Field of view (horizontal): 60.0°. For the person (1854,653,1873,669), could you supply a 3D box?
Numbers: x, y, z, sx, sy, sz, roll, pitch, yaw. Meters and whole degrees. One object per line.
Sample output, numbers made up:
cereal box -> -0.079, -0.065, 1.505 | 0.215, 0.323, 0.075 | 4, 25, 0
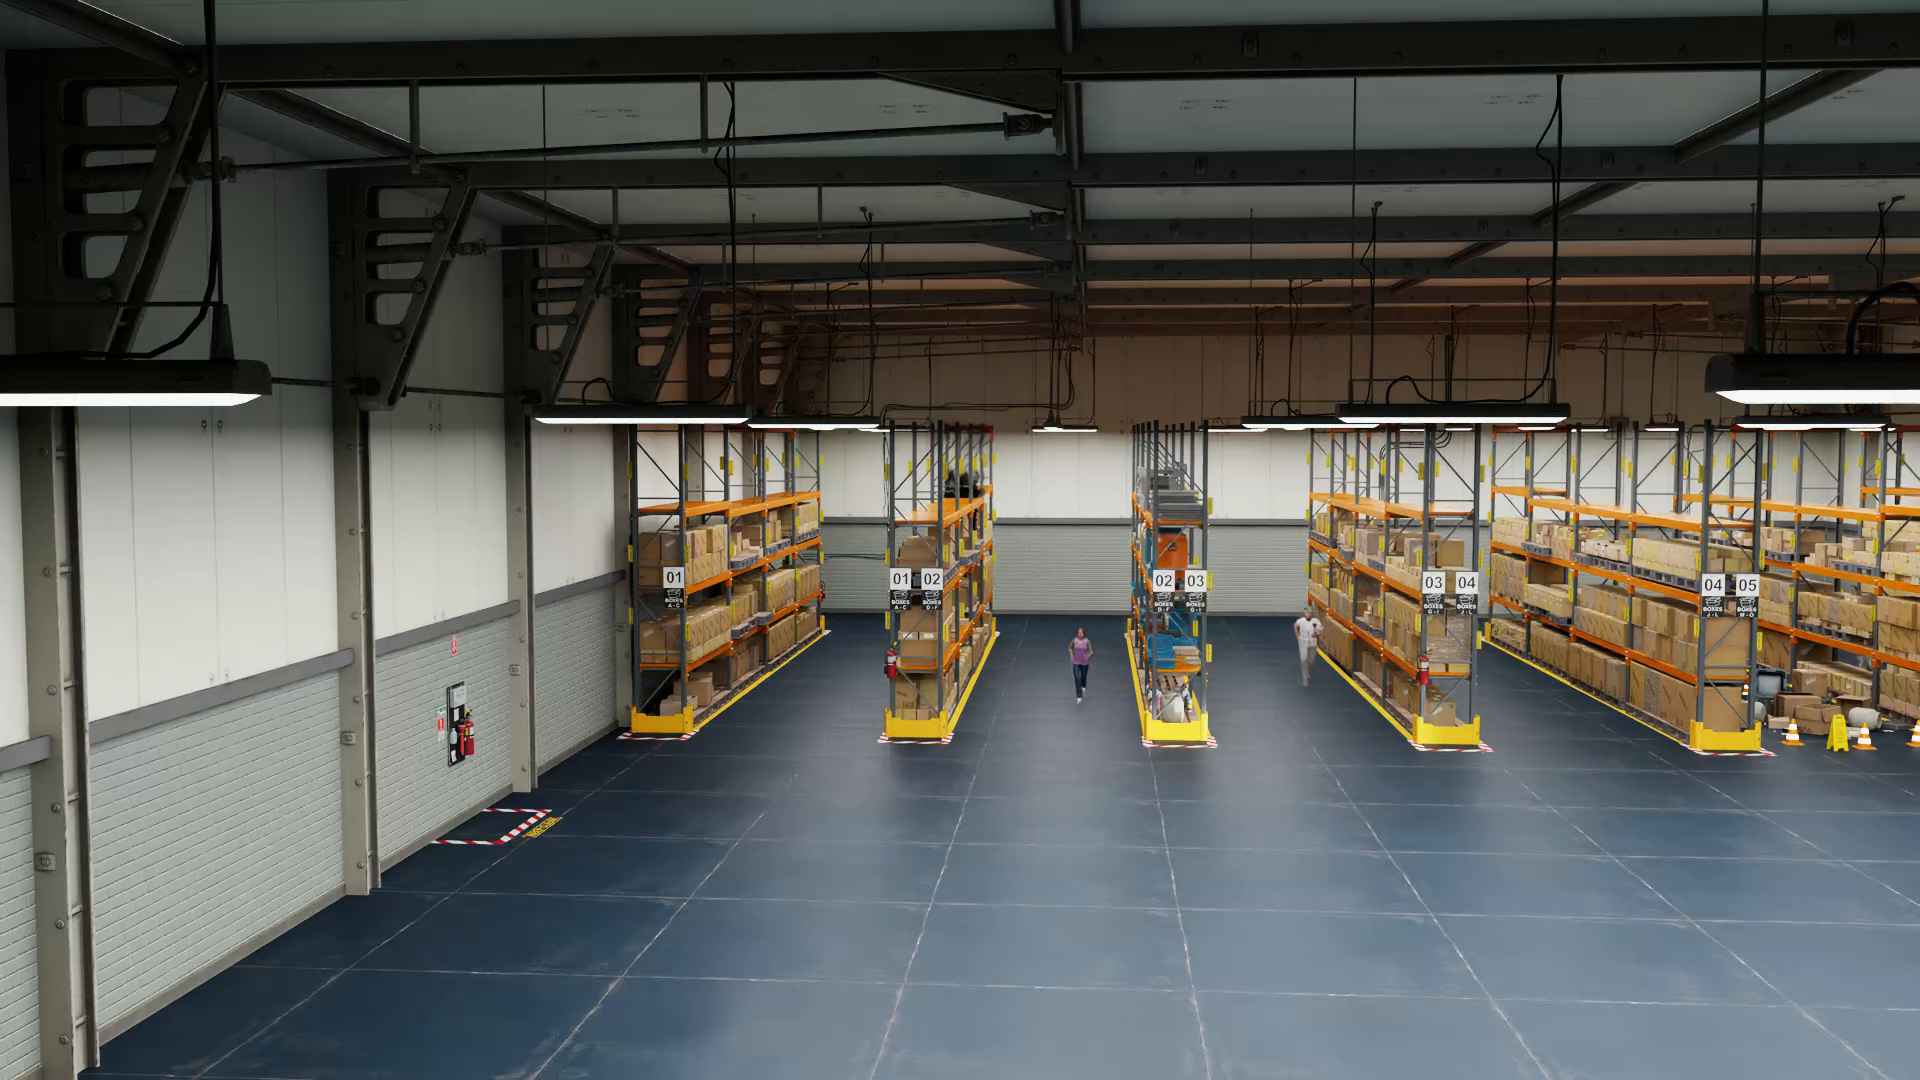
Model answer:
person -> 22.043, 2.339, 40.612 | 0.626, 1.662, 0.620 | 0, 4, 0

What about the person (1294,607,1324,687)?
person -> 8.034, 2.431, 38.252 | 0.625, 1.828, 1.064 | 0, 4, 1

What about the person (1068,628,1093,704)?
person -> 2.586, 2.676, 35.690 | 0.541, 1.598, 0.839 | 0, 4, 6

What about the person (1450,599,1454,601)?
person -> 13.475, 2.013, 46.418 | 0.636, 1.546, 0.716 | 2, 4, 27
